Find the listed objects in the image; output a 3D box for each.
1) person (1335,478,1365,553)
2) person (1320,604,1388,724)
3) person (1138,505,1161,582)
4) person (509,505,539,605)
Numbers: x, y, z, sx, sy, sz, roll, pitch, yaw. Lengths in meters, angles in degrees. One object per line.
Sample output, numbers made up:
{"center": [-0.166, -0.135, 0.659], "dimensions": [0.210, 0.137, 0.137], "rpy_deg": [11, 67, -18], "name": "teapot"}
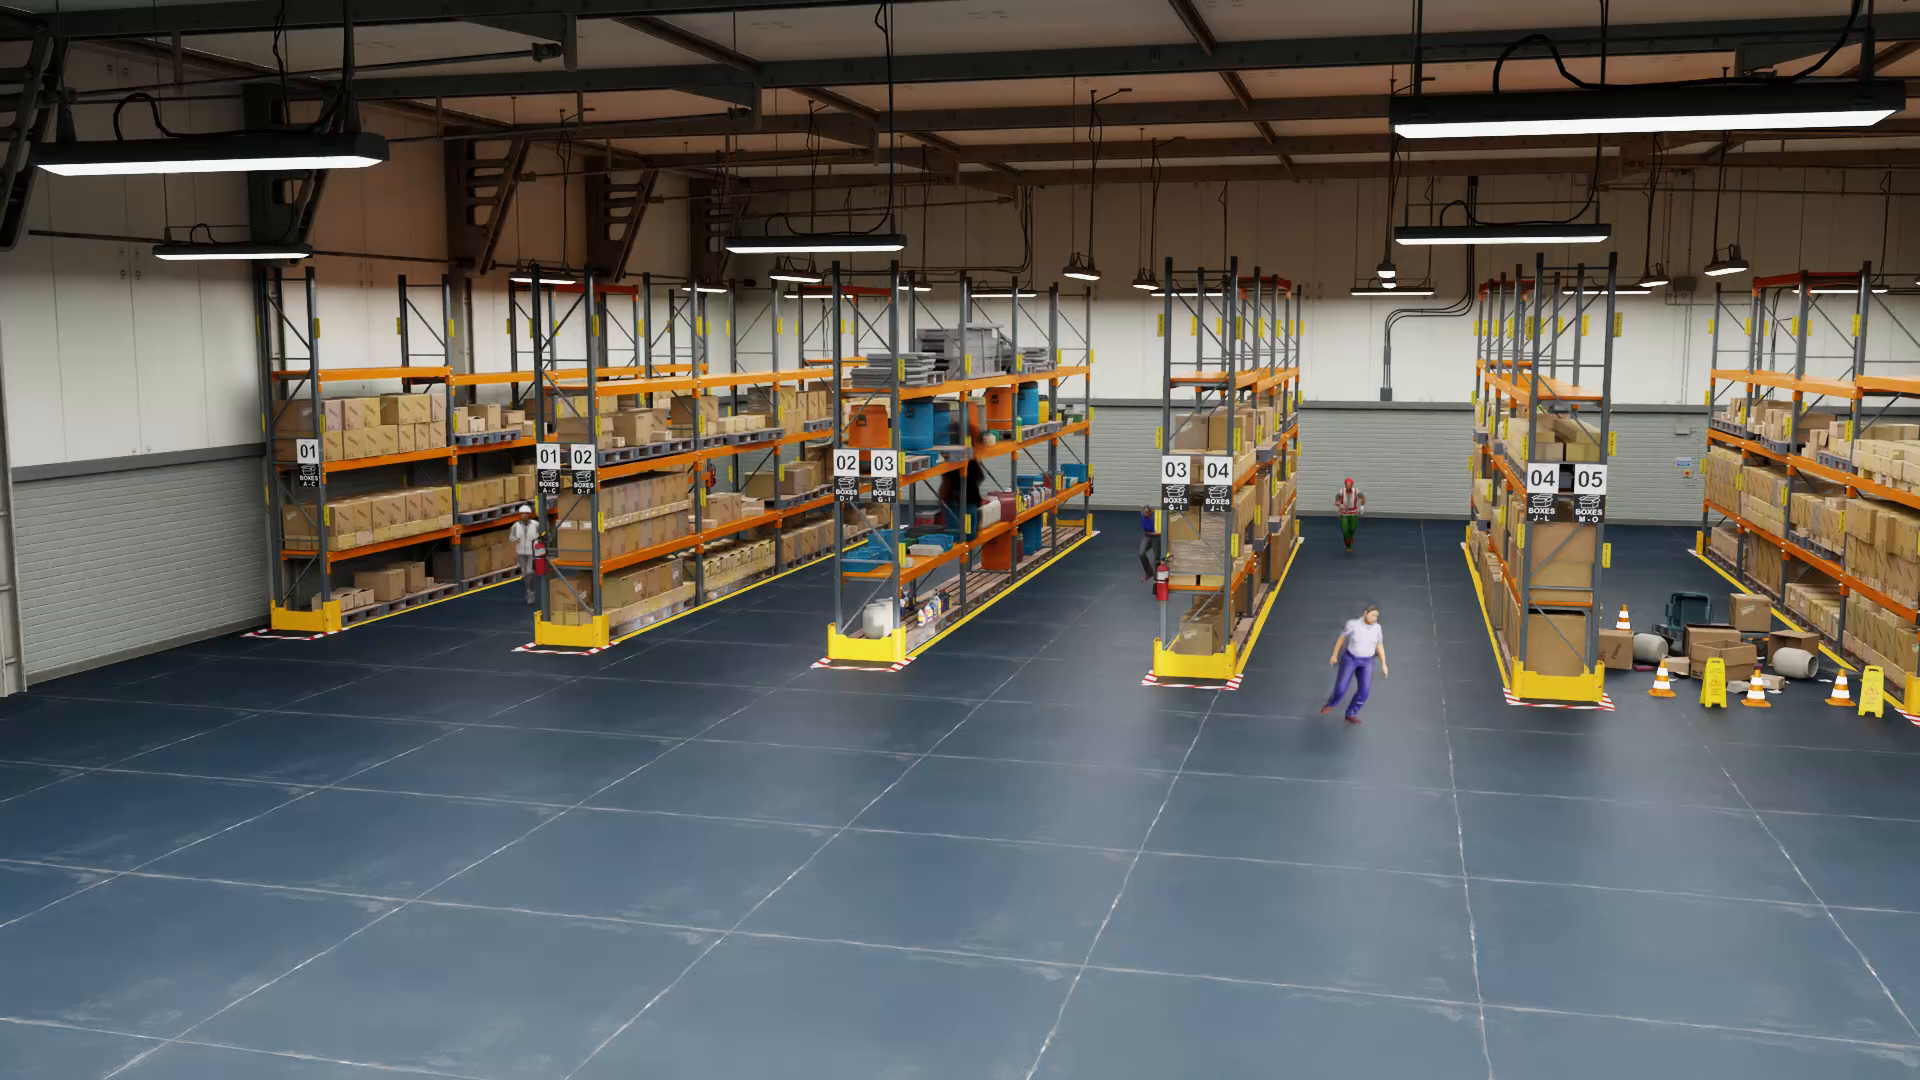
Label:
{"center": [8.682, -0.542, 37.078], "dimensions": [0.649, 1.701, 0.724], "rpy_deg": [2, 8, 16], "name": "person"}
{"center": [5.012, 1.553, 21.121], "dimensions": [0.758, 1.567, 0.612], "rpy_deg": [-1, 7, -7], "name": "person"}
{"center": [3.664, 0.039, 31.621], "dimensions": [0.577, 1.492, 1.080], "rpy_deg": [4, 8, 31], "name": "person"}
{"center": [-7.931, 0.267, 30.486], "dimensions": [0.597, 1.825, 0.834], "rpy_deg": [1, 7, 4], "name": "person"}
